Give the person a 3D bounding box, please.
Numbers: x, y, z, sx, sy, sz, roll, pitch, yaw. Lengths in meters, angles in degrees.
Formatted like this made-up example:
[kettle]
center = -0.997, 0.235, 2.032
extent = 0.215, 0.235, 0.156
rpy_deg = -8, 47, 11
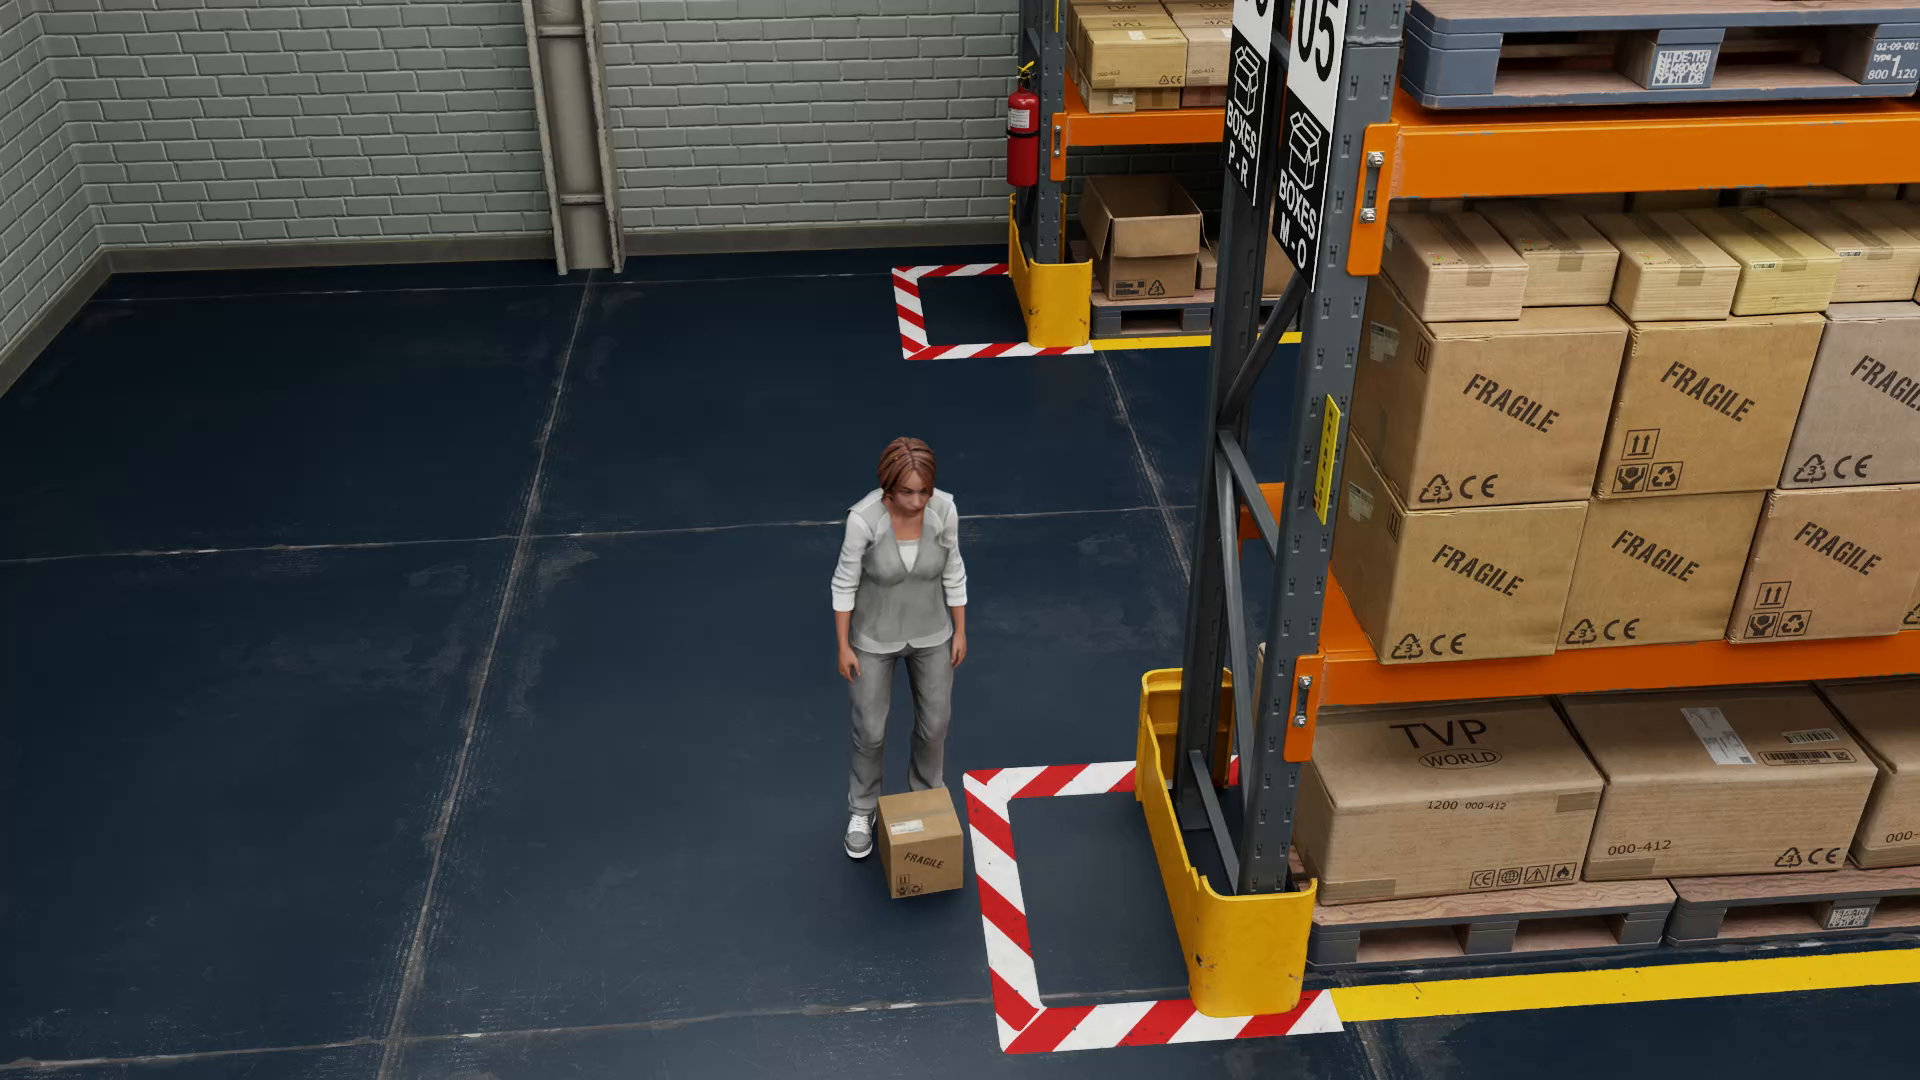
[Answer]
[person]
center = -0.198, 0.346, 5.583
extent = 0.472, 1.590, 0.347
rpy_deg = -8, 32, -12
